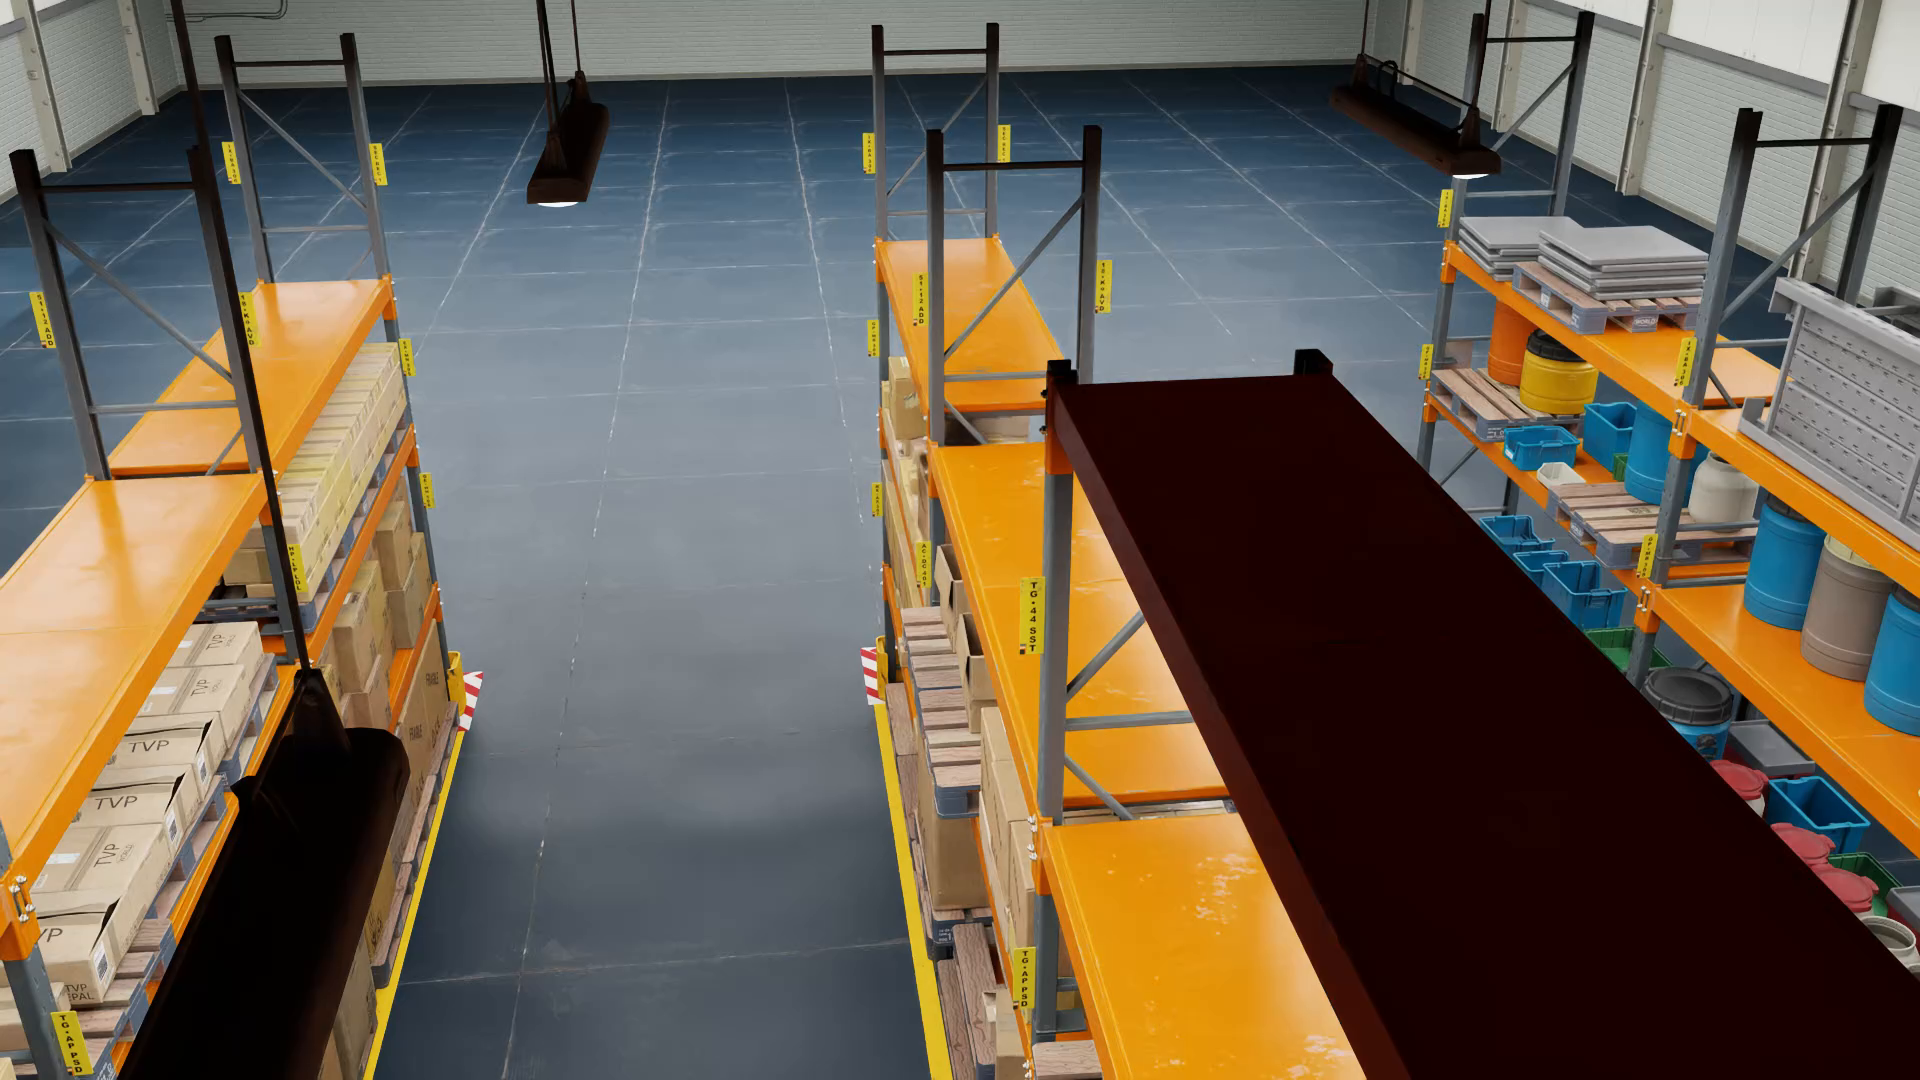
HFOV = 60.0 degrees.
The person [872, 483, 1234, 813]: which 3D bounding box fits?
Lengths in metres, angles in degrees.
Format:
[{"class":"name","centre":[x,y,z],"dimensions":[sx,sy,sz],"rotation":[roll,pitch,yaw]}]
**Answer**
[{"class":"person","centre":[0.862,0.972,14.107],"dimensions":[3.856,2.141,1.324],"rotation":[8,27,16]}]
